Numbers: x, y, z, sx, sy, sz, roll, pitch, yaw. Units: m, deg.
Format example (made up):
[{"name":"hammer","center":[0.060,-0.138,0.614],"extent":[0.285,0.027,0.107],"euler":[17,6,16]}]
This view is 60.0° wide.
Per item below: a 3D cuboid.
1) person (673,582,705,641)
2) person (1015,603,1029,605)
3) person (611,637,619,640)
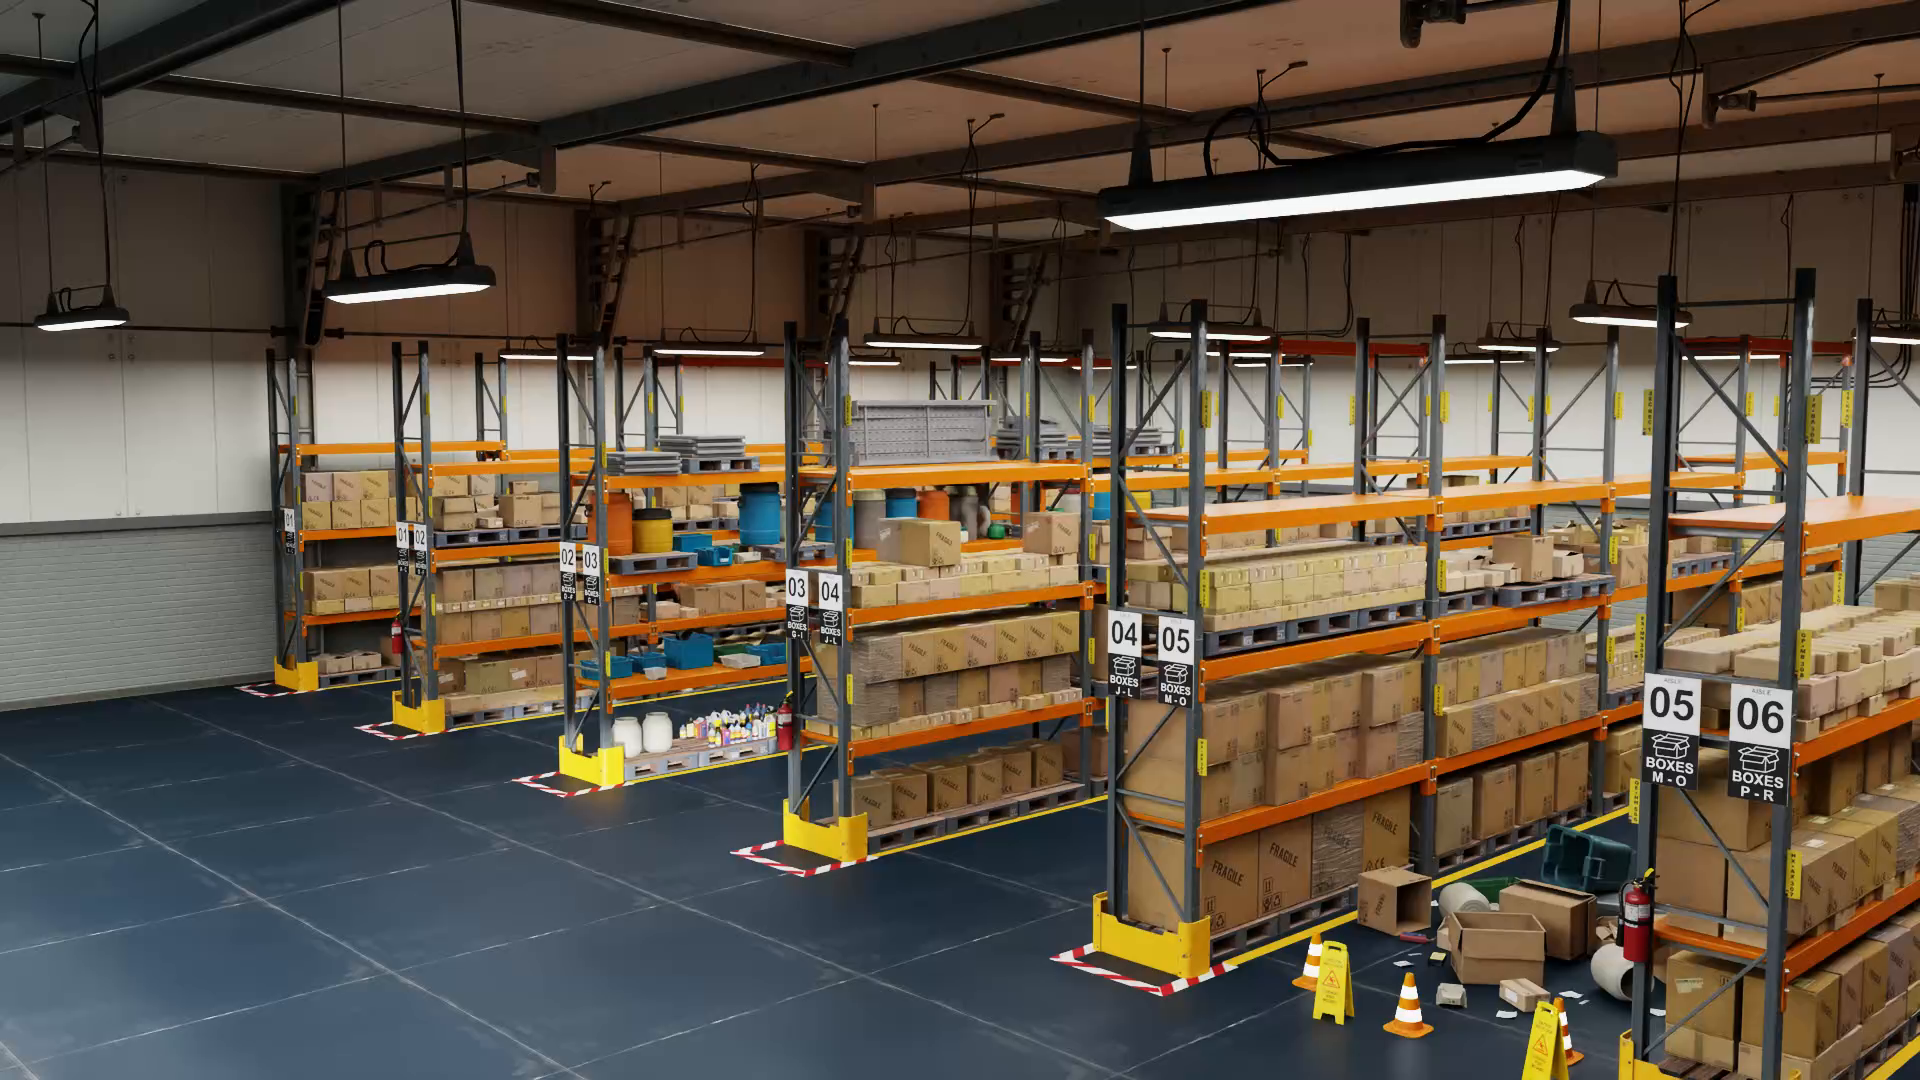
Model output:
[{"name":"person","center":[-5.028,1.615,31.800],"extent":[1.006,1.683,0.698],"euler":[-3,6,-31]},{"name":"person","center":[1.205,1.613,31.222],"extent":[0.663,1.715,0.701],"euler":[3,6,30]},{"name":"person","center":[-6.402,1.817,30.102],"extent":[0.685,1.543,0.851],"euler":[2,5,18]}]
